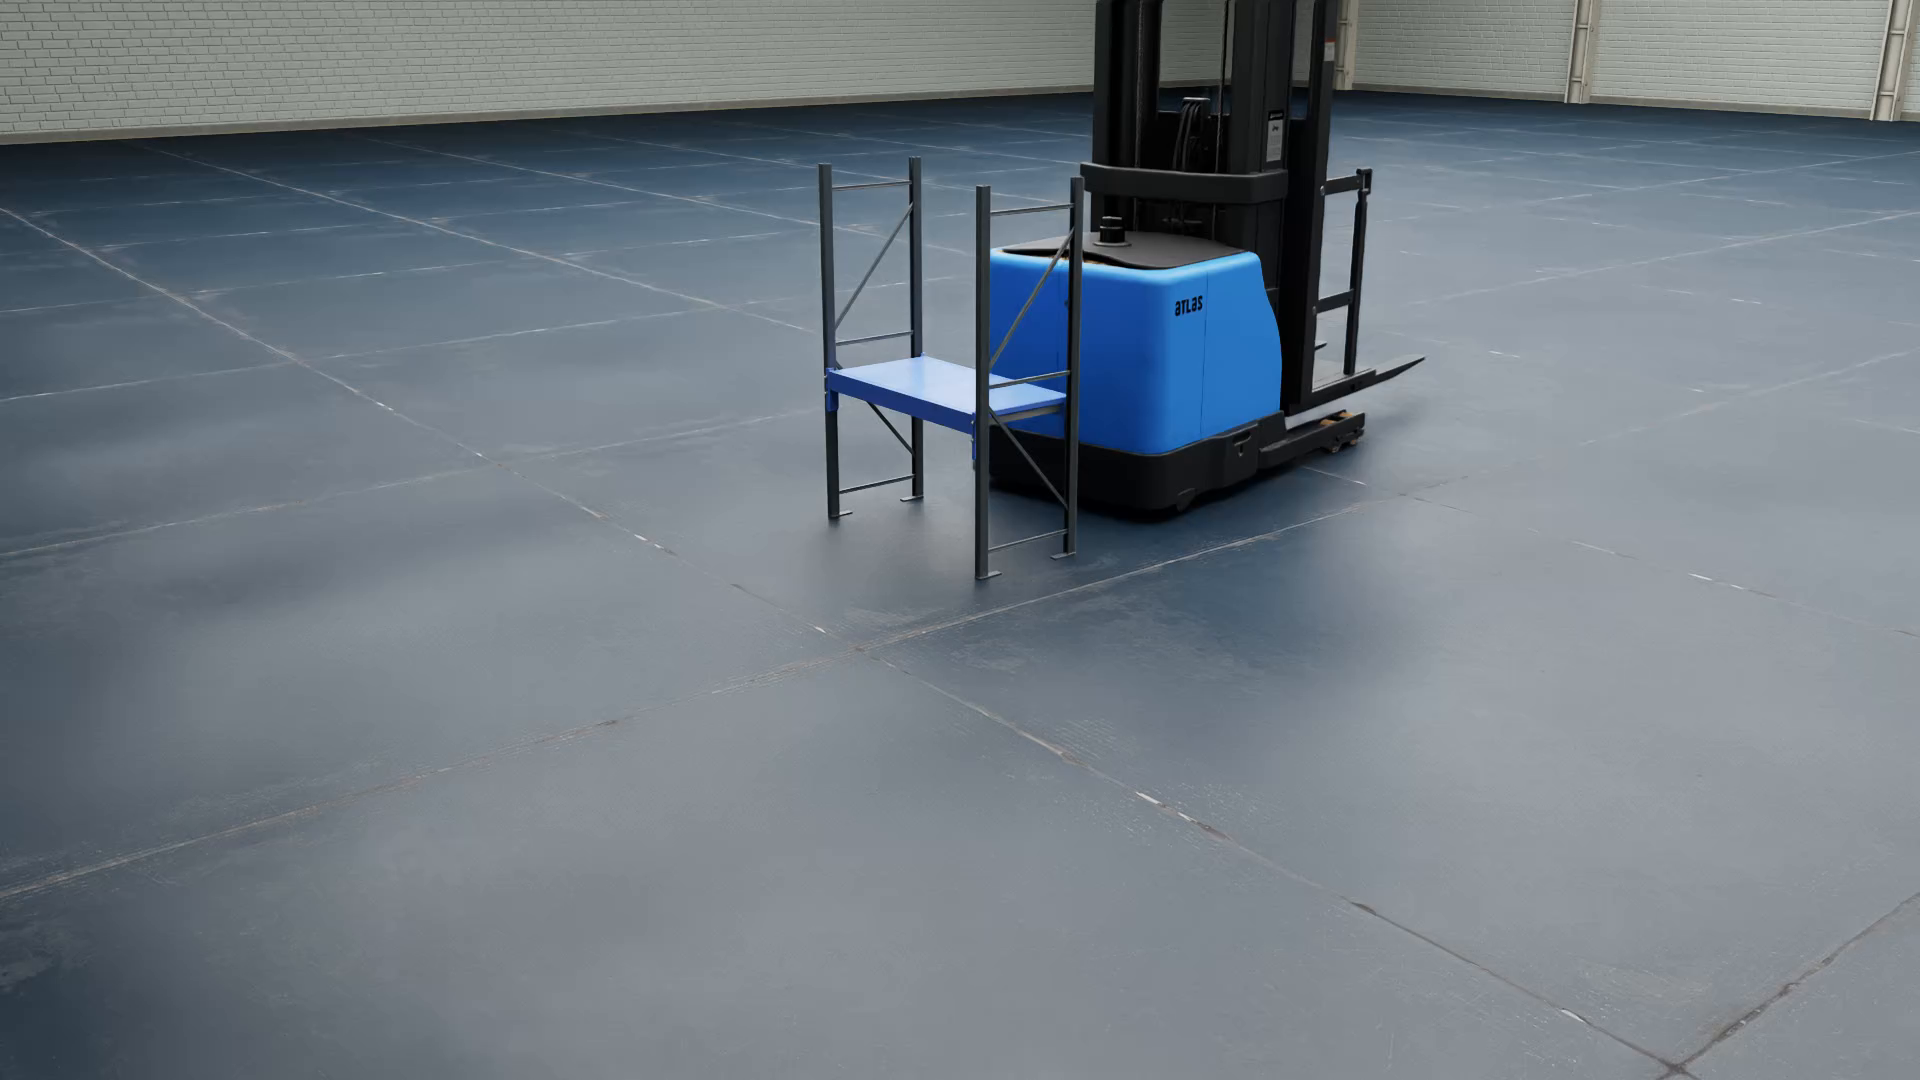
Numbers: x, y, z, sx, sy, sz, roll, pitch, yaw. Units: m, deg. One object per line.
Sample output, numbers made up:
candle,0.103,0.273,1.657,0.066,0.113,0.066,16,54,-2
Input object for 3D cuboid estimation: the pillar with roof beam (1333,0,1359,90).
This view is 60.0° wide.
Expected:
pillar with roof beam,5.338,-13.726,34.040,9.100,9.000,0.400,-14,23,-36

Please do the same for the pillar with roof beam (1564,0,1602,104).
pillar with roof beam,9.064,-12.247,29.575,9.100,9.000,0.400,-14,23,-36

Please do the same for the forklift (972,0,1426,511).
forklift,1.381,-1.908,8.004,1.130,2.935,3.031,15,23,37

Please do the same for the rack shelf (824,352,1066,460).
rack shelf,-0.053,-0.562,6.788,0.538,0.185,1.000,-14,23,-36

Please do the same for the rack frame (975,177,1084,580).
rack frame,0.263,-0.608,6.354,0.500,1.500,0.032,-14,23,-36

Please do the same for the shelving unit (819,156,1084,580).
shelving unit,-0.053,-0.733,6.732,0.538,1.500,1.048,-14,23,-36

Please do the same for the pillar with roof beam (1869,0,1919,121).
pillar with roof beam,12.789,-10.769,25.110,9.100,9.000,0.400,-14,23,-36

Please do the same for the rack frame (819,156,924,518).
rack frame,-0.369,-0.858,7.110,0.500,1.500,0.032,-14,23,-36
